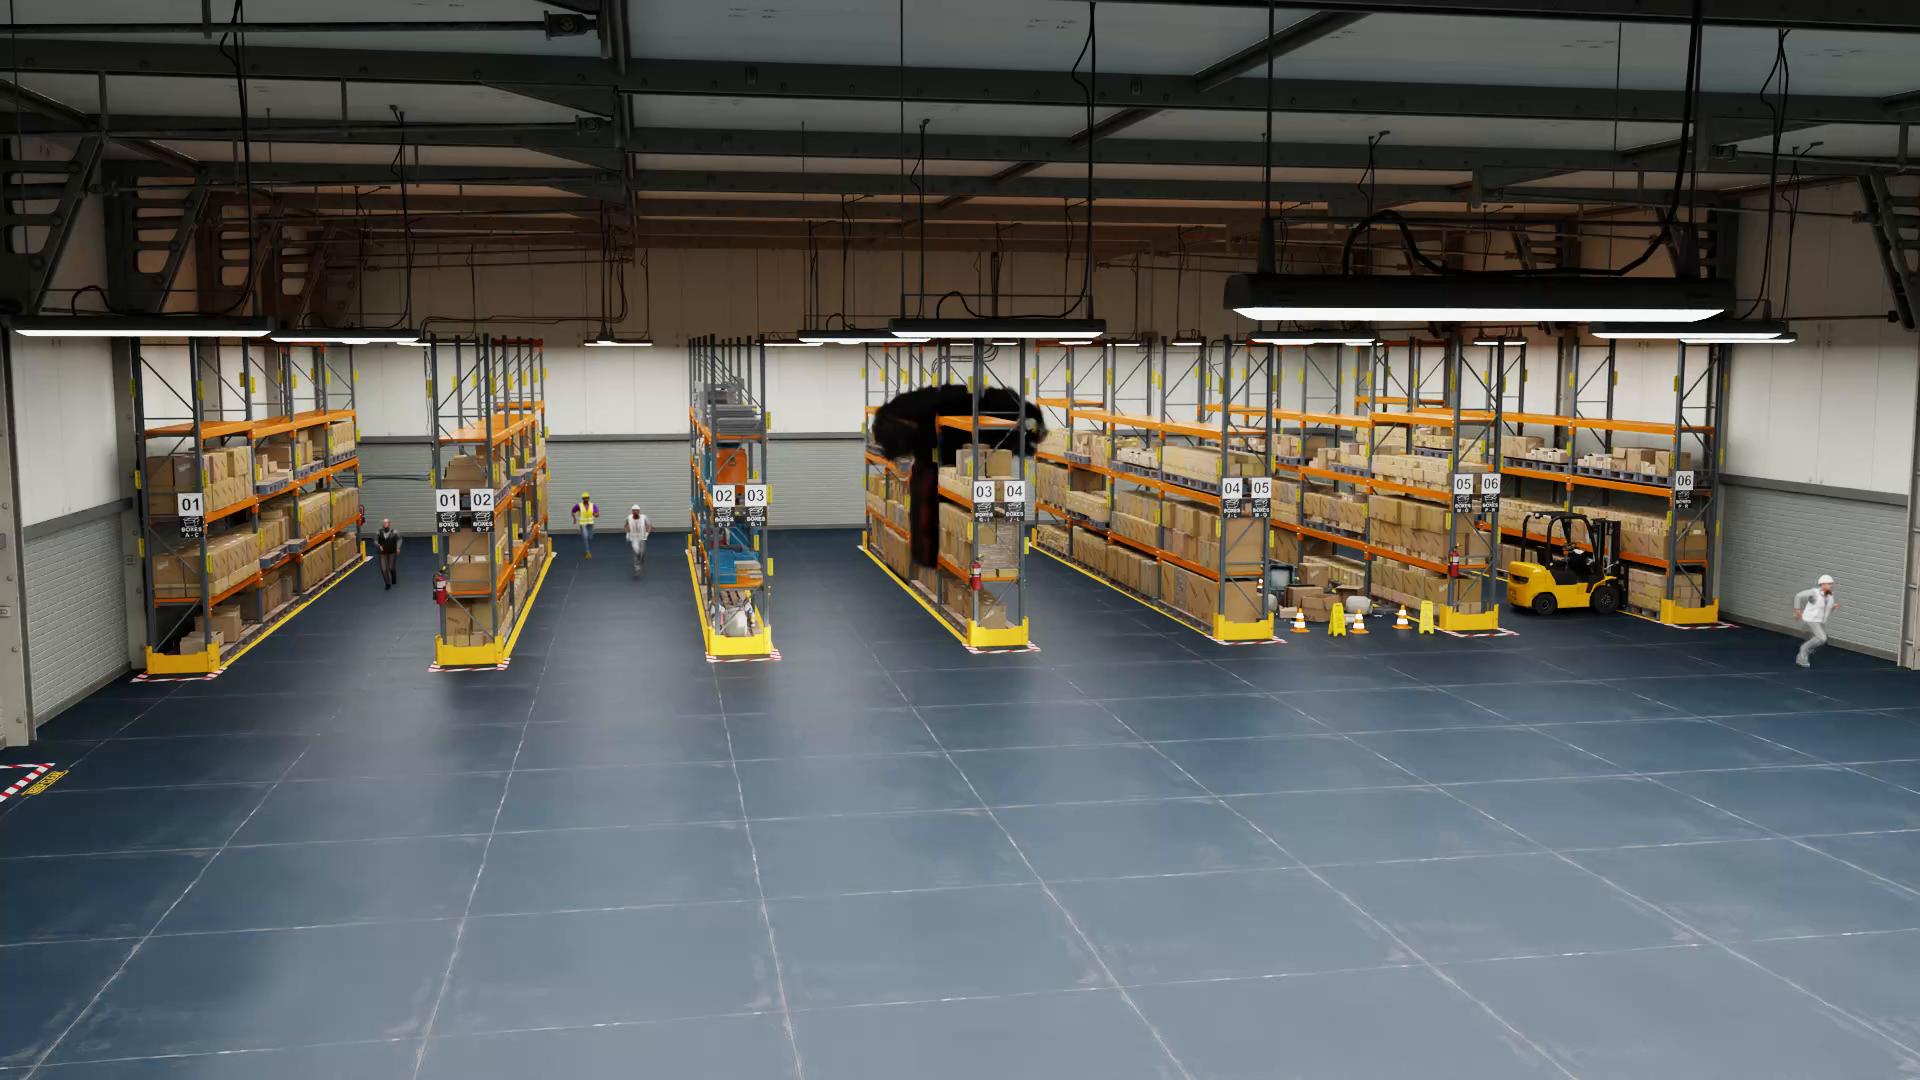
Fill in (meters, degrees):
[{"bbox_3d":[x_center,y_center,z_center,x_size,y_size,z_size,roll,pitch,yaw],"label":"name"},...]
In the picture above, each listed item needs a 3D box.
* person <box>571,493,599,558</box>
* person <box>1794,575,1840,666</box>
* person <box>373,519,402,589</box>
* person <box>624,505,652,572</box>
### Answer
[{"bbox_3d":[-10.272,-0.421,45.754,0.702,1.753,0.962,-4,8,-30],"label":"person"},{"bbox_3d":[15.394,1.457,29.860,0.644,1.698,0.804,-3,7,-23],"label":"person"},{"bbox_3d":[-13.686,0.340,39.749,0.653,1.680,0.569,-1,7,-12],"label":"person"},{"bbox_3d":[-8.015,-0.024,41.388,0.675,1.729,0.866,-1,7,-11],"label":"person"}]
